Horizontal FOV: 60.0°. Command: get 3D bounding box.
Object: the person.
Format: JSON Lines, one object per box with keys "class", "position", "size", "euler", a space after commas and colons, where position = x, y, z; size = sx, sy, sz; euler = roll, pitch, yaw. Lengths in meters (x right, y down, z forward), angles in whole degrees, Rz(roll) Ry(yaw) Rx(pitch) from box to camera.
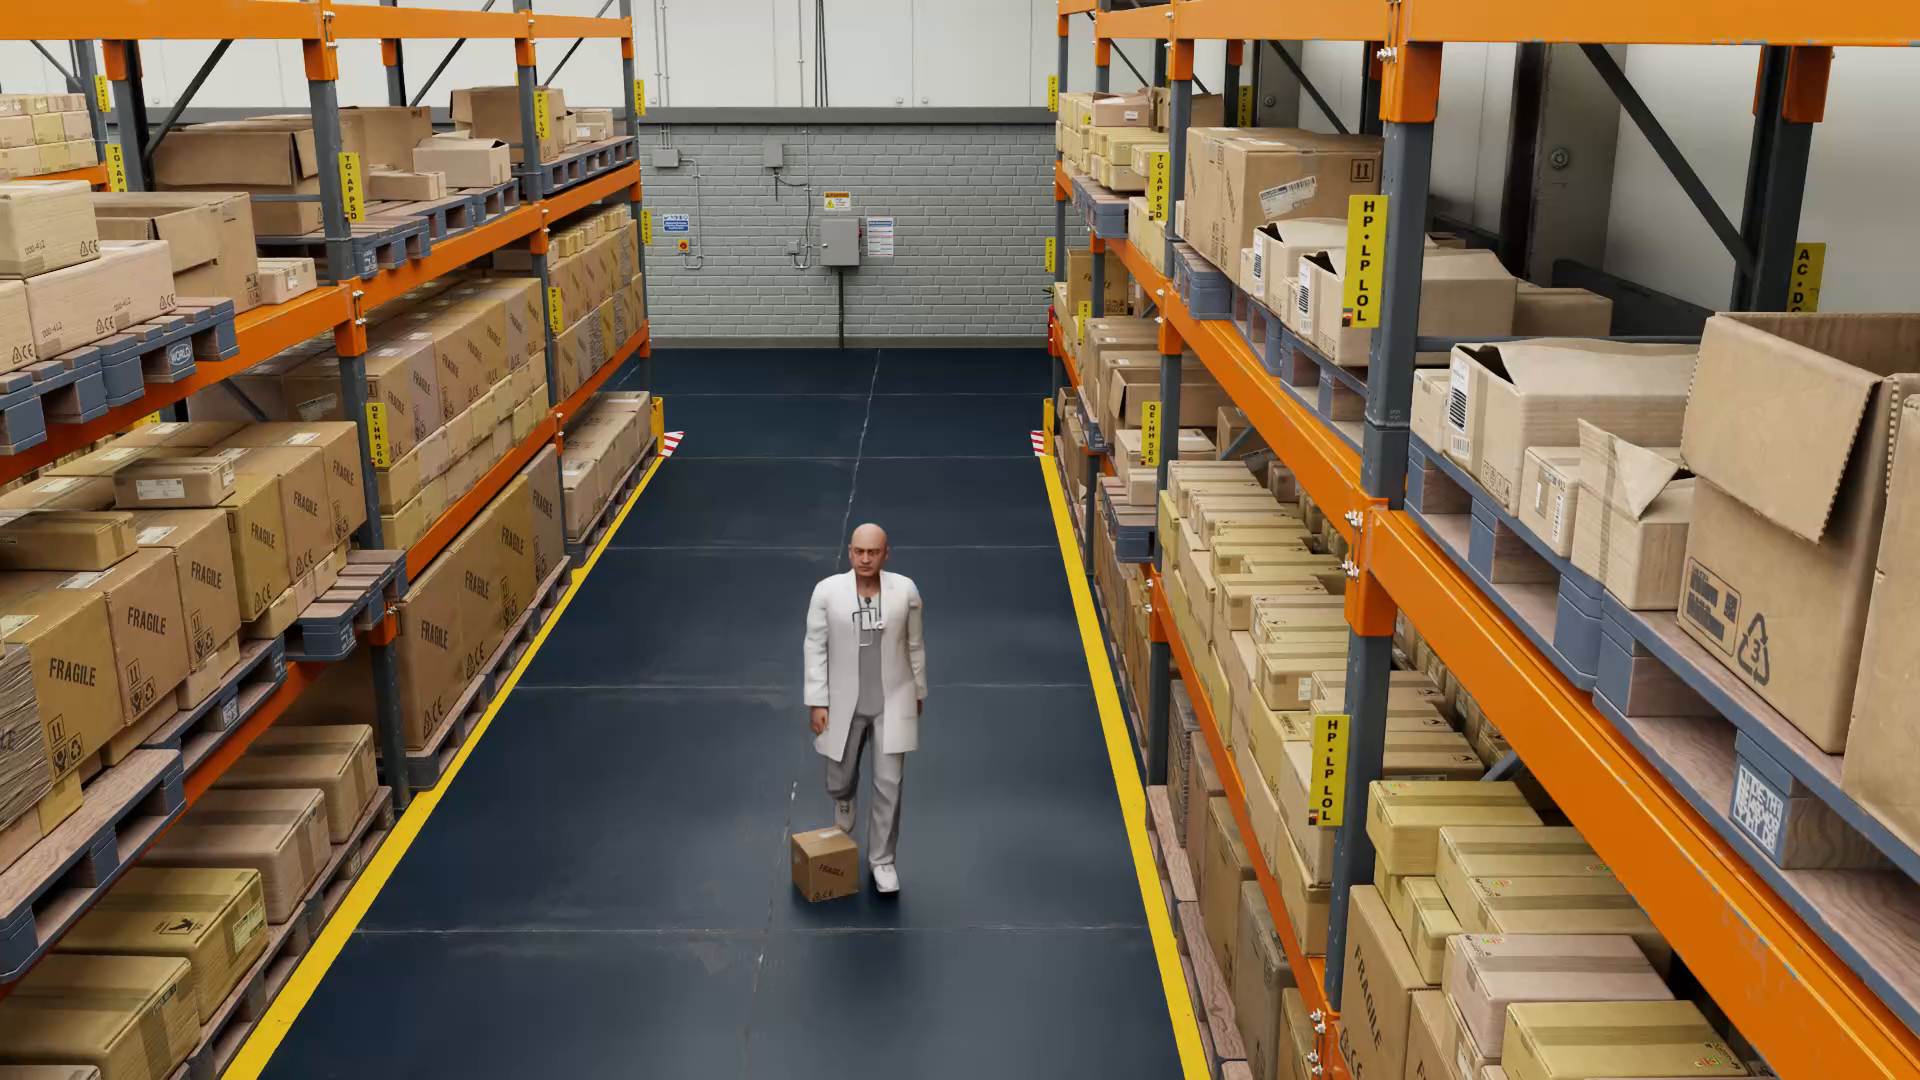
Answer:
{"class": "person", "position": [-0.453, 0.754, 8.017], "size": [0.602, 1.751, 0.803], "euler": [-2, 17, -6]}
